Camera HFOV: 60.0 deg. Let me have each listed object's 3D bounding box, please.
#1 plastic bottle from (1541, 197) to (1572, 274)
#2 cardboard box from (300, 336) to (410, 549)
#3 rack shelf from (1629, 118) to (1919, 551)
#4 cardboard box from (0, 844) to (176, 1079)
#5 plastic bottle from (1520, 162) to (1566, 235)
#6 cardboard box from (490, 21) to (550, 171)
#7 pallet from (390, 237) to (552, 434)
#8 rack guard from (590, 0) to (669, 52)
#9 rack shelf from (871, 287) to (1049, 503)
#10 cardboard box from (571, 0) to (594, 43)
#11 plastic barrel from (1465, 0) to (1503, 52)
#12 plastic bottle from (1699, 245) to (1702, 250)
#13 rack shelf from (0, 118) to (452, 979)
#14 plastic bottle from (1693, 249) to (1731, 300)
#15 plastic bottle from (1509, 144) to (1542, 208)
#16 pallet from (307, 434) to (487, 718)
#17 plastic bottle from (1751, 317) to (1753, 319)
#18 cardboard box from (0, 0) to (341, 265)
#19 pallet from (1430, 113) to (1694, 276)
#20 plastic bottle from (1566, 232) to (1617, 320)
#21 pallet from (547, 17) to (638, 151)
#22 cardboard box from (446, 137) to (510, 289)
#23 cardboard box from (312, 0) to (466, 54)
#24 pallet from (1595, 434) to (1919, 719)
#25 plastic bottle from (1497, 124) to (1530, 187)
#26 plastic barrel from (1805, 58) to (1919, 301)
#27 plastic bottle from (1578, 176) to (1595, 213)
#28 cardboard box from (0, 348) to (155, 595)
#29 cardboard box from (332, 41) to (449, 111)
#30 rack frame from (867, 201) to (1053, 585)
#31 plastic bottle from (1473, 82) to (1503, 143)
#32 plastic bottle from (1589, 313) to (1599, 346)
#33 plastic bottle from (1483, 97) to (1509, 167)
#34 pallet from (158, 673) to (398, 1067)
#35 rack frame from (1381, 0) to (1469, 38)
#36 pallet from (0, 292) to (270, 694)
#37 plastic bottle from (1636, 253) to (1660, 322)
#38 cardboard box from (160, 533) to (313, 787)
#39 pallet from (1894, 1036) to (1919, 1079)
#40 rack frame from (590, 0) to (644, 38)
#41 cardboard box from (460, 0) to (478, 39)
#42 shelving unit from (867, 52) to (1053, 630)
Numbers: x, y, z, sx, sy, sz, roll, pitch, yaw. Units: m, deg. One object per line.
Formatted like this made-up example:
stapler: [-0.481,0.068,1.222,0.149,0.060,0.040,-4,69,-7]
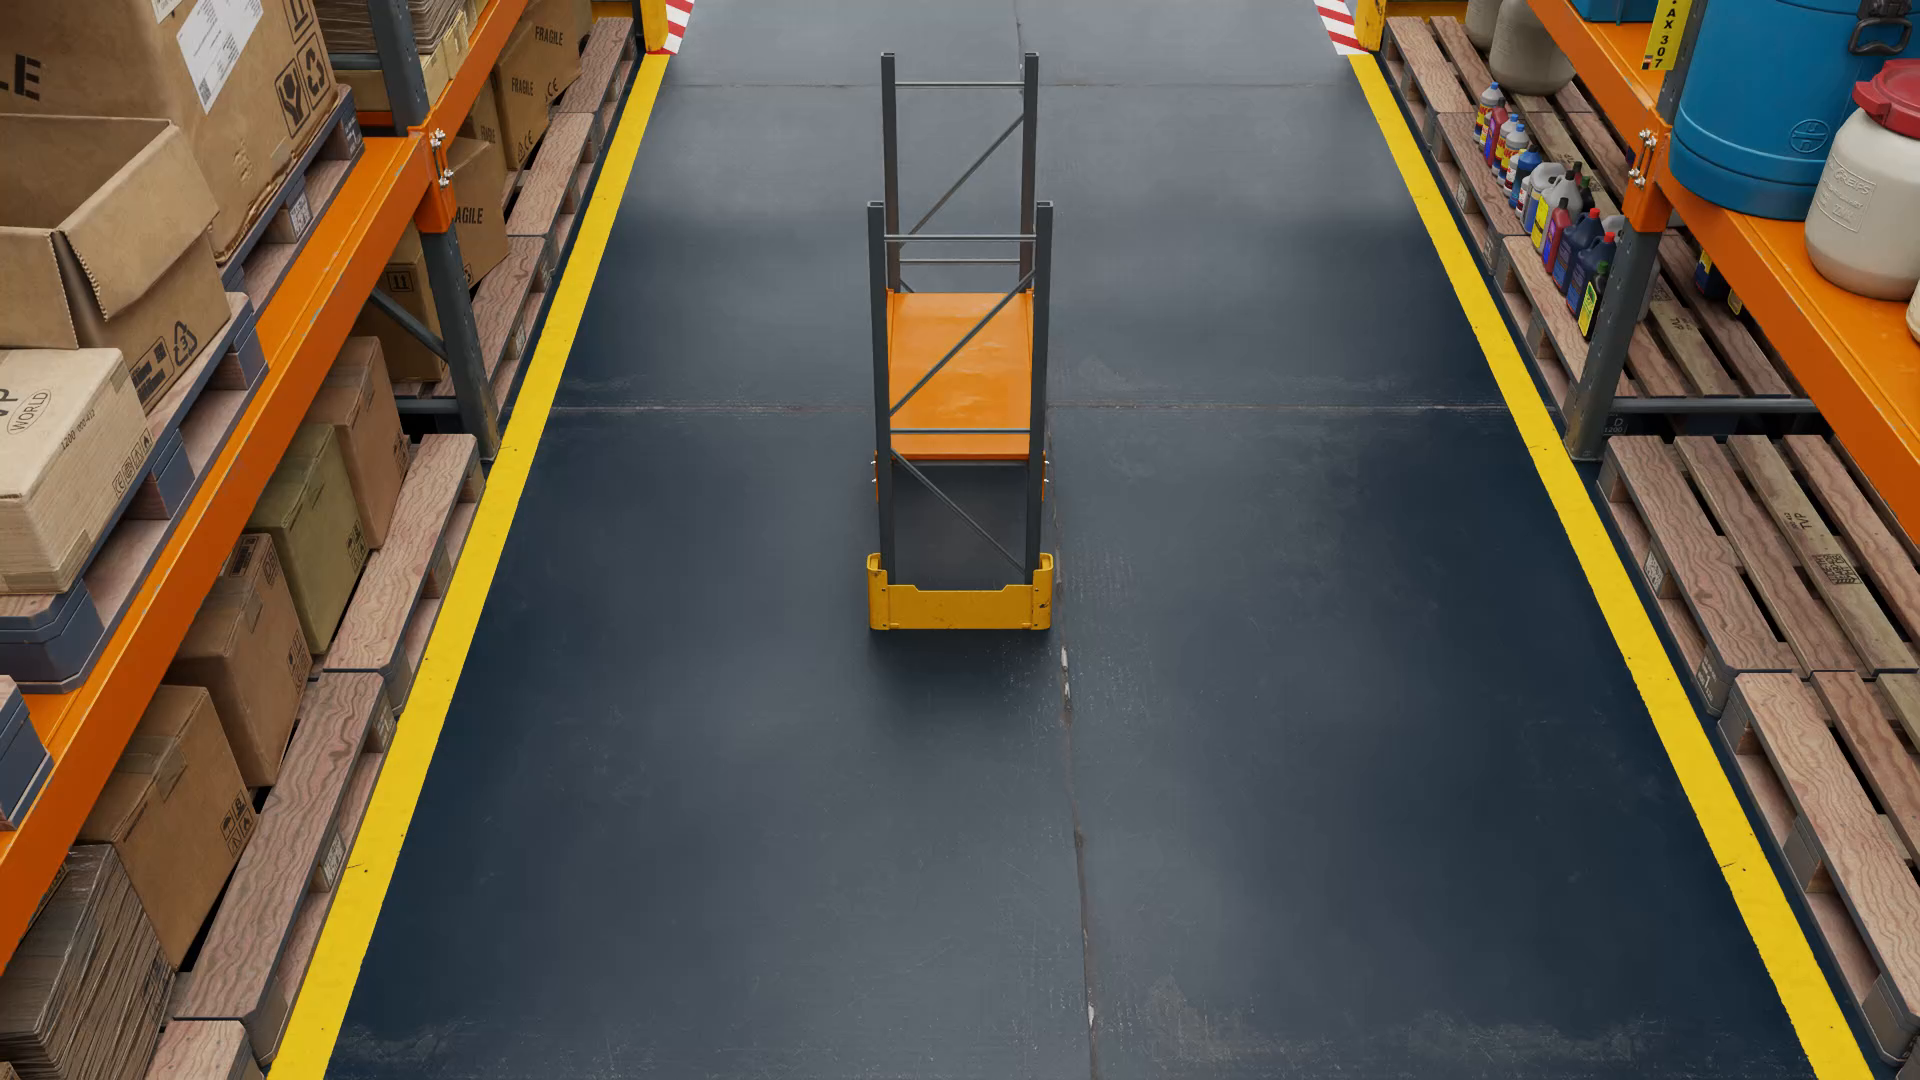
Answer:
plastic bottle: [2.414,-1.230,6.706,0.061,0.283,0.133,2,39,3]
cardboard box: [-2.229,-0.302,5.375,0.700,0.500,0.500,-3,39,-4]
rack shelf: [2.747,0.038,3.879,1.077,0.370,4.000,0,39,0]
cardboard box: [-2.238,1.049,3.689,0.700,0.500,0.500,-3,39,-4]
plastic bottle: [2.459,-1.428,6.960,0.152,0.276,0.135,1,39,1]
cardboard box: [-2.212,-2.024,7.540,0.500,0.500,0.500,3,39,4]
pallet: [-2.244,-0.822,6.607,1.003,0.211,1.213,0,39,0]
rack guard: [-2.213,-2.968,9.054,1.175,0.500,0.348,0,39,0]
rack shelf: [0.000,-0.498,5.460,0.538,0.185,1.000,0,39,0]
cardboard box: [-2.229,-2.789,8.495,0.500,0.500,0.500,7,39,8]
plastic barrel: [2.817,-2.776,8.469,0.421,0.512,0.421,0,39,0]
plastic bottle: [3.121,-1.315,6.823,0.097,0.271,0.097,0,39,0]
rack shelf: [-2.206,0.042,3.875,1.077,0.370,4.000,0,39,0]
plastic bottle: [3.015,-1.136,6.536,0.144,0.351,0.185,0,39,0]
plastic bottle: [2.431,-1.564,7.133,0.097,0.271,0.097,0,39,0]
pallet: [-2.206,0.085,5.475,1.003,0.211,1.213,0,39,0]
plastic bottle: [3.155,-1.004,6.430,0.152,0.276,0.135,1,39,2]
cardboard box: [-2.347,-1.391,4.271,1.000,1.000,1.000,0,39,0]
pallet: [2.781,-1.590,7.565,1.003,0.211,1.213,0,39,0]
plastic bottle: [2.456,-1.034,6.408,0.144,0.351,0.185,-1,39,-1]
pallet: [-2.247,-2.348,8.511,1.003,0.211,1.213,0,39,0]
cardboard box: [-2.177,-1.287,6.620,0.500,0.500,0.500,12,40,14]
cardboard box: [-2.147,-1.926,5.437,0.875,0.500,0.500,0,39,0]
pallet: [2.784,0.086,5.474,1.003,0.211,1.213,0,39,0]
plastic bottle: [2.431,-1.691,7.291,0.097,0.271,0.097,0,39,0]
plastic barrel: [2.527,-0.948,4.426,0.433,0.535,0.433,0,39,0]
plastic bottle: [2.558,-1.346,6.851,0.061,0.283,0.133,0,39,0]
cardboard box: [-1.976,-0.142,3.313,0.500,0.250,0.500,-1,39,-1]
cardboard box: [-1.908,-1.526,5.457,0.380,0.149,0.250,0,39,0]
rack frame: [0.000,-0.321,4.951,0.500,1.500,0.032,0,39,0]
plastic bottle: [2.431,-1.968,7.637,0.097,0.271,0.097,0,39,0]
plastic bottle: [2.433,-0.800,6.235,0.097,0.201,0.097,0,39,0]
plastic bottle: [2.413,-1.831,7.456,0.061,0.283,0.133,1,39,1]
pallet: [-2.202,0.850,4.521,1.003,0.211,1.213,0,39,0]
rack frame: [2.740,-3.995,8.336,1.000,3.000,0.127,0,39,0]
pallet: [-2.247,-0.151,3.694,1.003,0.211,1.213,0,39,0]
plastic bottle: [2.600,-1.034,6.408,0.144,0.351,0.185,0,39,0]
cardboard box: [-2.246,0.346,4.567,0.700,0.500,0.500,-3,39,-4]
pallet: [2.787,1.612,3.570,1.003,0.211,1.213,0,39,0]
rack frame: [-2.213,-3.991,8.332,1.000,3.000,0.127,0,39,0]
cardboard box: [-1.923,-1.839,5.847,0.380,0.149,0.250,0,39,0]
shelving unit: [0.000,-0.633,5.340,0.587,1.500,1.083,0,39,0]
